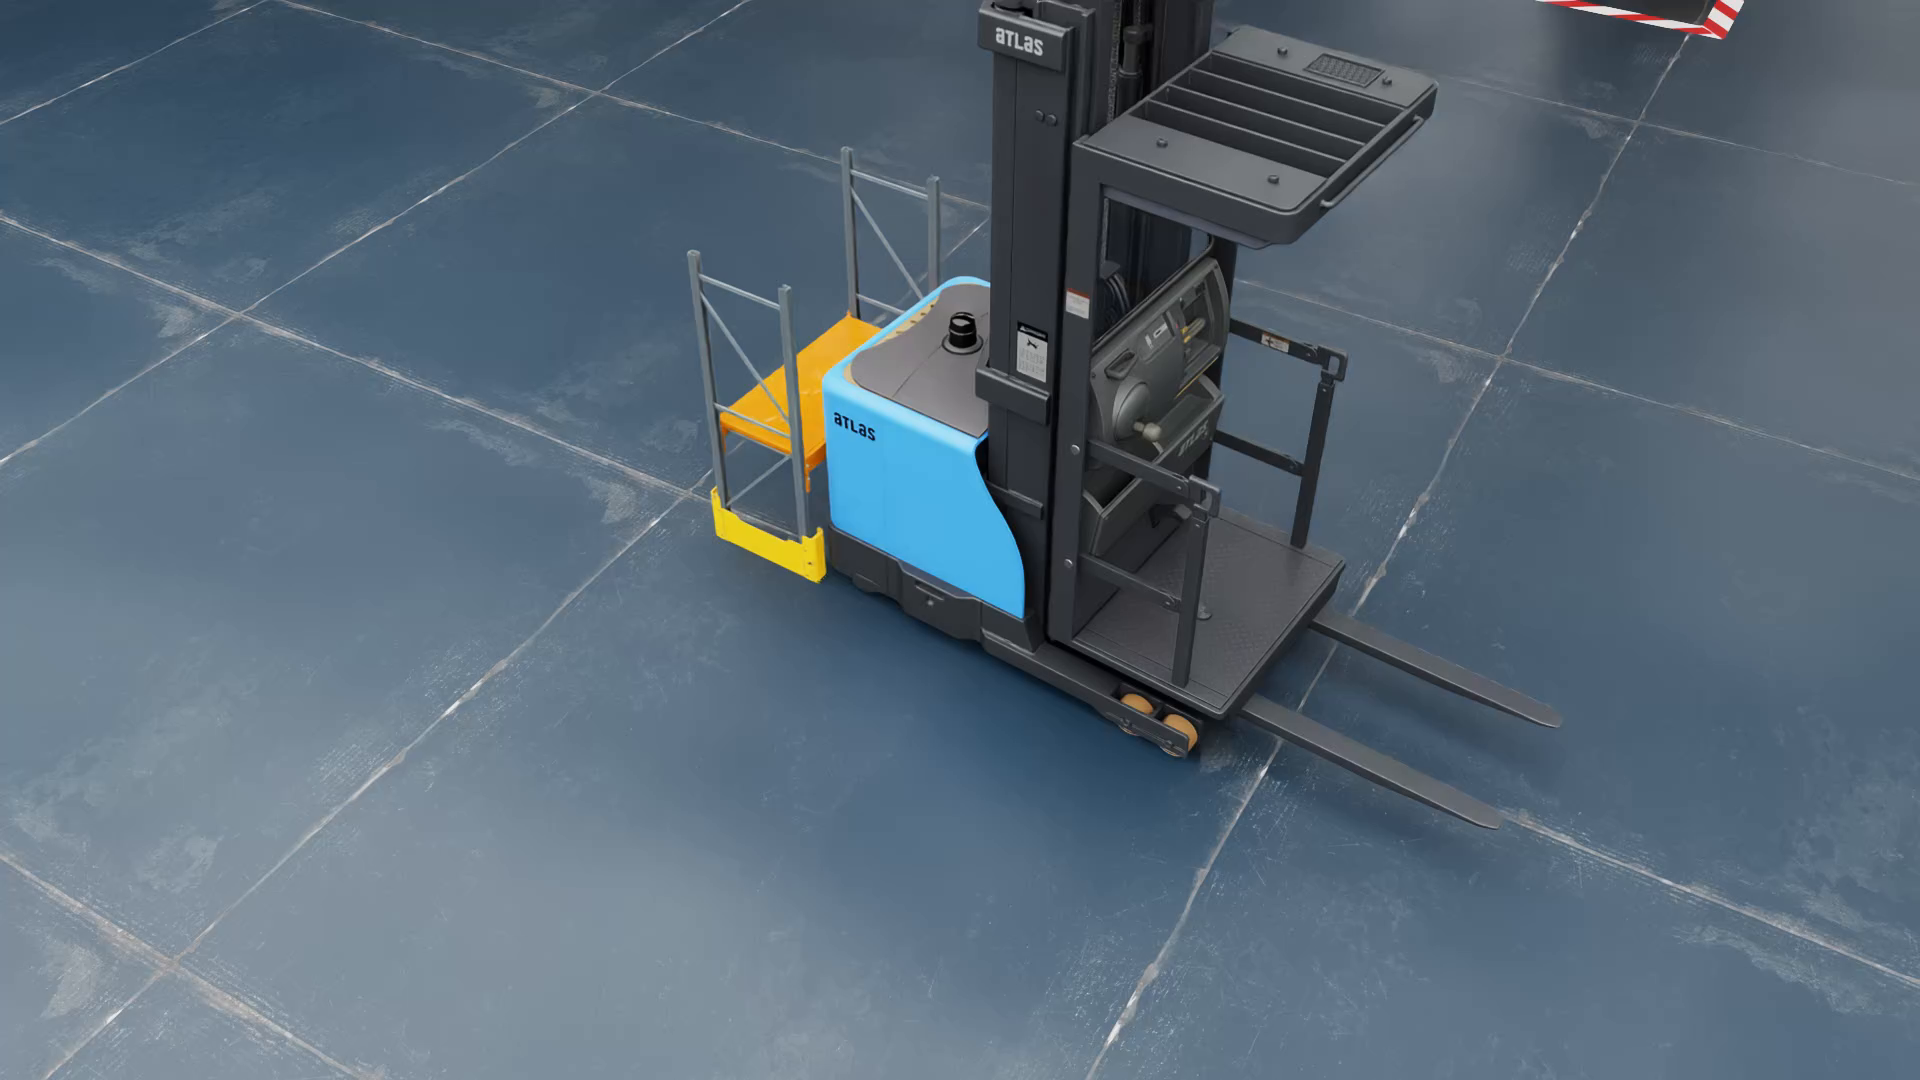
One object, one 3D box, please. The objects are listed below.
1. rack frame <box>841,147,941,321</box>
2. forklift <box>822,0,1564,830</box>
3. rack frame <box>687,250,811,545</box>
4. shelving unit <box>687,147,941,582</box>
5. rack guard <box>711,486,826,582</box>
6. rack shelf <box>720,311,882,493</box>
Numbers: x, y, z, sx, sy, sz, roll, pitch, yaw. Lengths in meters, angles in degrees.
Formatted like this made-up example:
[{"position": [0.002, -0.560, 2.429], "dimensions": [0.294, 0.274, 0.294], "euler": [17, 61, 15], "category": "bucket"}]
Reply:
[{"position": [-0.301, -1.051, 7.625], "dimensions": [0.500, 1.500, 0.032], "euler": [24, 47, 25], "category": "rack frame"}, {"position": [0.918, -0.645, 6.080], "dimensions": [3.031, 2.935, 1.130], "euler": [25, 47, 26], "category": "forklift"}, {"position": [-0.865, -0.492, 6.990], "dimensions": [0.500, 1.500, 0.032], "euler": [24, 47, 25], "category": "rack frame"}, {"position": [-0.578, -0.777, 7.313], "dimensions": [0.587, 1.500, 1.083], "euler": [24, 47, 25], "category": "shelving unit"}, {"position": [-0.854, -0.034, 7.415], "dimensions": [0.587, 0.250, 0.087], "euler": [24, 47, 25], "category": "rack guard"}, {"position": [-0.583, -0.637, 7.426], "dimensions": [0.538, 0.185, 1.000], "euler": [24, 47, 25], "category": "rack shelf"}]
